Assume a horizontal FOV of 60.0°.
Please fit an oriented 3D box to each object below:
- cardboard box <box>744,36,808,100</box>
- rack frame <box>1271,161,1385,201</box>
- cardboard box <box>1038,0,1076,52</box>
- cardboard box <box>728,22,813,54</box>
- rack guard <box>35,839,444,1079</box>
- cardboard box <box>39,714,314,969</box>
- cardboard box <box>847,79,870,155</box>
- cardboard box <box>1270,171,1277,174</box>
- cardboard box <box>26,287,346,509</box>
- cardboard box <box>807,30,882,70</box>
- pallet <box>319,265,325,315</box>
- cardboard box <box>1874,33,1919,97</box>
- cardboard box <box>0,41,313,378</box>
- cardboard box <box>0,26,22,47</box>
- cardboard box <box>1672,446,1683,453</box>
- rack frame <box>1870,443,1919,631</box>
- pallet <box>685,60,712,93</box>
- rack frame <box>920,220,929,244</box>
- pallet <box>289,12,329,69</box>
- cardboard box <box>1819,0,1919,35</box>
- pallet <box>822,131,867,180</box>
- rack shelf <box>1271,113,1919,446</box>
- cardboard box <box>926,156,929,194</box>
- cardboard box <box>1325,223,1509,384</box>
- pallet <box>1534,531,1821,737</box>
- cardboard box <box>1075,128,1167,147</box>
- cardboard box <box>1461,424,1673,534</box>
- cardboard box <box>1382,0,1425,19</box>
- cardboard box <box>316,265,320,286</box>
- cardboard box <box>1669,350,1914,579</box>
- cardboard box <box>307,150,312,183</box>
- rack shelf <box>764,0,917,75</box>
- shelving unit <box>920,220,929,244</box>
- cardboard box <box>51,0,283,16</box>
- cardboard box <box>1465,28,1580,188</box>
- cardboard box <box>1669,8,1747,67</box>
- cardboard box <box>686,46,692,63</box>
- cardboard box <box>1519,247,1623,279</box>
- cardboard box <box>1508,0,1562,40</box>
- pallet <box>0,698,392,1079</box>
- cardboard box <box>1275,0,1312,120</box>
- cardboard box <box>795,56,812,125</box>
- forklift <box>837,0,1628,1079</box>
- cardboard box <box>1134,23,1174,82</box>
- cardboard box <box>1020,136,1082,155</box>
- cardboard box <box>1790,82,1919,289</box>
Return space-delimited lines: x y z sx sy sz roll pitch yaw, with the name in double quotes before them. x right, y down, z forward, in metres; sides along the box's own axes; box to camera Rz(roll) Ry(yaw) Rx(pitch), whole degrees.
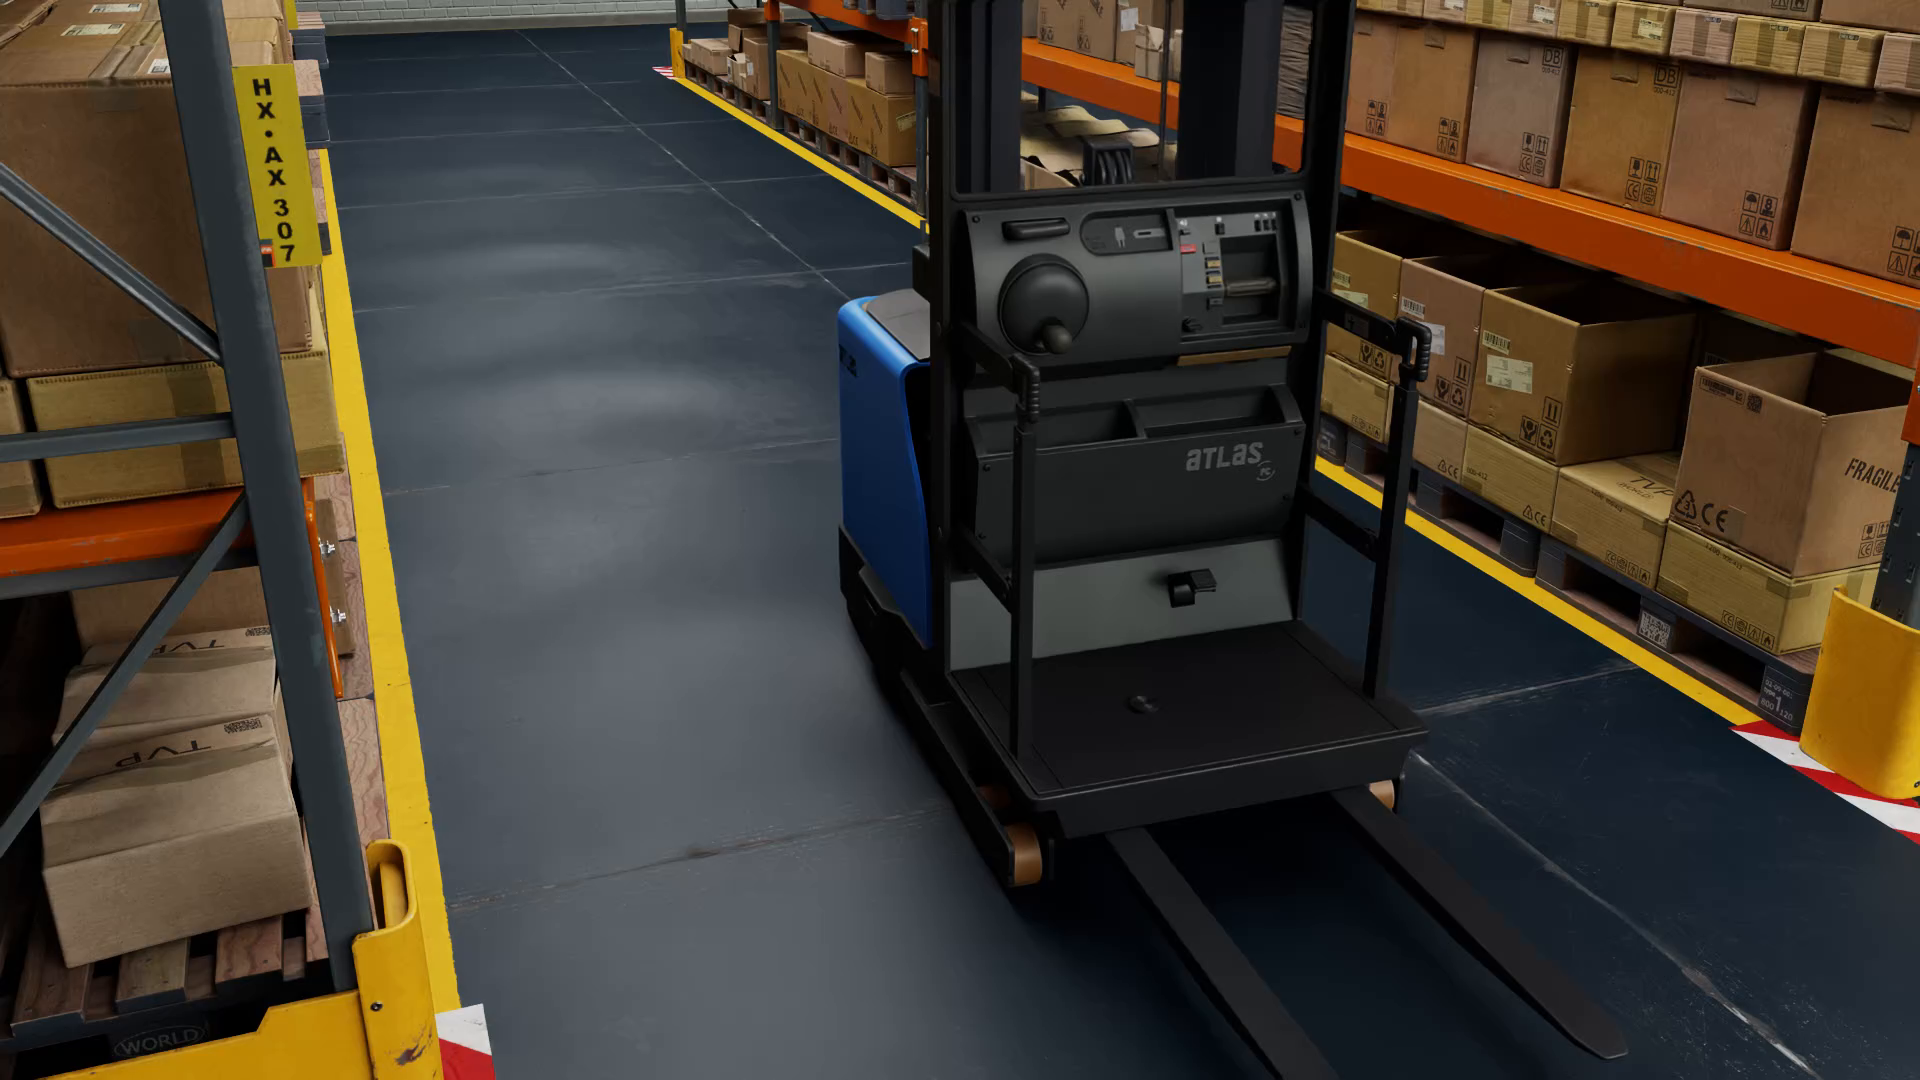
"cardboard box" -1.696 -4.394 15.464 0.500 0.500 0.500 -8 24 -19
"rack frame" 1.597 -2.268 7.769 1.000 3.000 0.127 -8 24 -19
"cardboard box" 0.792 -3.160 9.756 0.500 0.500 0.500 -10 25 -22
"cardboard box" -1.898 -4.909 16.683 0.797 0.503 0.637 -8 24 -19
"rack guard" -1.650 0.991 3.255 1.175 0.500 0.348 -8 24 -19
"cardboard box" -1.783 0.639 3.767 0.500 0.311 0.500 -11 25 -25
"cardboard box" -0.549 -3.268 12.793 0.500 0.500 0.500 -9 25 -21
"cardboard box" 1.512 -1.820 8.983 0.500 0.311 0.500 -9 24 -20
"cardboard box" -1.498 -0.294 3.254 0.500 0.250 0.500 -9 25 -21
"cardboard box" -0.933 -3.998 13.561 0.500 0.250 0.500 -8 24 -19
"pallet" -4.175 -1.471 9.468 1.003 0.211 1.213 -8 24 -19
"cardboard box" 2.697 -1.272 4.442 0.380 0.149 0.250 -9 24 -20
"cardboard box" -1.511 -0.634 3.093 0.500 0.500 0.500 -8 24 -19
"cardboard box" -2.157 -0.745 3.358 0.500 0.500 0.500 -8 24 -18
"cardboard box" 2.672 -0.329 6.168 0.500 0.250 0.500 -8 24 -19
"rack frame" 3.010 -0.814 4.320 1.000 3.000 0.127 -8 24 -19
"pallet" -2.333 -5.026 17.903 1.003 0.211 1.213 -8 24 -19
"rack frame" -0.027 -0.581 6.083 0.240 1.200 0.006 -8 24 -19
"pallet" -4.098 -2.707 9.059 1.213 0.211 1.003 -8 24 -19
"cardboard box" 2.838 -1.649 4.501 0.700 0.500 0.500 -8 24 -19
"pallet" -0.472 -3.155 13.464 1.003 0.211 1.213 -8 24 -19
"rack shelf" 2.303 -1.210 6.184 1.077 0.370 4.000 -8 24 -19
"cardboard box" 0.094 -2.417 11.122 0.500 0.250 0.500 -8 24 -19
"cardboard box" 1.821 -0.965 6.712 0.500 0.500 0.500 -8 24 -19
"pallet" 2.701 0.198 5.507 1.003 0.211 1.213 -8 24 -19
"cardboard box" 0.965 -2.378 10.307 0.500 0.311 0.500 -9 24 -19
"cardboard box" 2.178 -0.257 5.996 0.500 0.250 0.500 -8 24 -19
"cardboard box" 1.873 -2.118 6.448 0.380 0.149 0.250 -9 25 -21
"cardboard box" -2.046 -0.851 4.574 0.500 0.250 0.500 -8 24 -19
"cardboard box" 2.542 -0.240 4.992 0.500 0.500 0.500 -8 24 -19
"cardboard box" -4.890 -2.847 11.371 0.750 0.750 0.750 -8 24 -19
"rack shelf" -0.523 -4.116 13.081 1.077 0.370 4.000 -8 24 -19
"shelving unit" 0.005 -0.548 6.005 0.258 1.200 0.189 -8 24 -19
"cardboard box" -2.046 -1.189 4.411 0.500 0.500 0.500 -8 24 -17
"cardboard box" 2.307 -1.594 6.041 0.700 0.500 0.500 -8 24 -17
"cardboard box" 2.426 -1.552 5.105 0.380 0.149 0.250 -8 24 -18
"cardboard box" -2.728 -5.235 17.890 0.380 0.166 0.250 -8 24 -19
"cardboard box" 2.501 -0.857 6.456 0.500 0.500 0.500 -8 24 -19
"cardboard box" 2.147 -1.835 5.779 0.380 0.149 0.250 -9 24 -20
"pallet" -1.904 0.824 4.023 1.003 0.211 1.213 -8 24 -19
"cardboard box" 1.759 -2.154 7.369 0.700 0.500 0.500 -9 24 -20
"cardboard box" -1.088 -3.824 14.113 0.500 0.500 0.500 -8 24 -18
"forklift" 0.533 -0.653 4.025 1.130 2.935 3.031 -7 24 -17
"cardboard box" 1.114 -2.500 8.493 0.396 0.266 0.258 -9 24 -20
"cardboard box" 0.466 -2.300 10.123 0.500 0.311 0.500 -9 24 -20
"cardboard box" 2.857 -1.032 4.707 0.700 0.500 0.500 -8 24 -19
